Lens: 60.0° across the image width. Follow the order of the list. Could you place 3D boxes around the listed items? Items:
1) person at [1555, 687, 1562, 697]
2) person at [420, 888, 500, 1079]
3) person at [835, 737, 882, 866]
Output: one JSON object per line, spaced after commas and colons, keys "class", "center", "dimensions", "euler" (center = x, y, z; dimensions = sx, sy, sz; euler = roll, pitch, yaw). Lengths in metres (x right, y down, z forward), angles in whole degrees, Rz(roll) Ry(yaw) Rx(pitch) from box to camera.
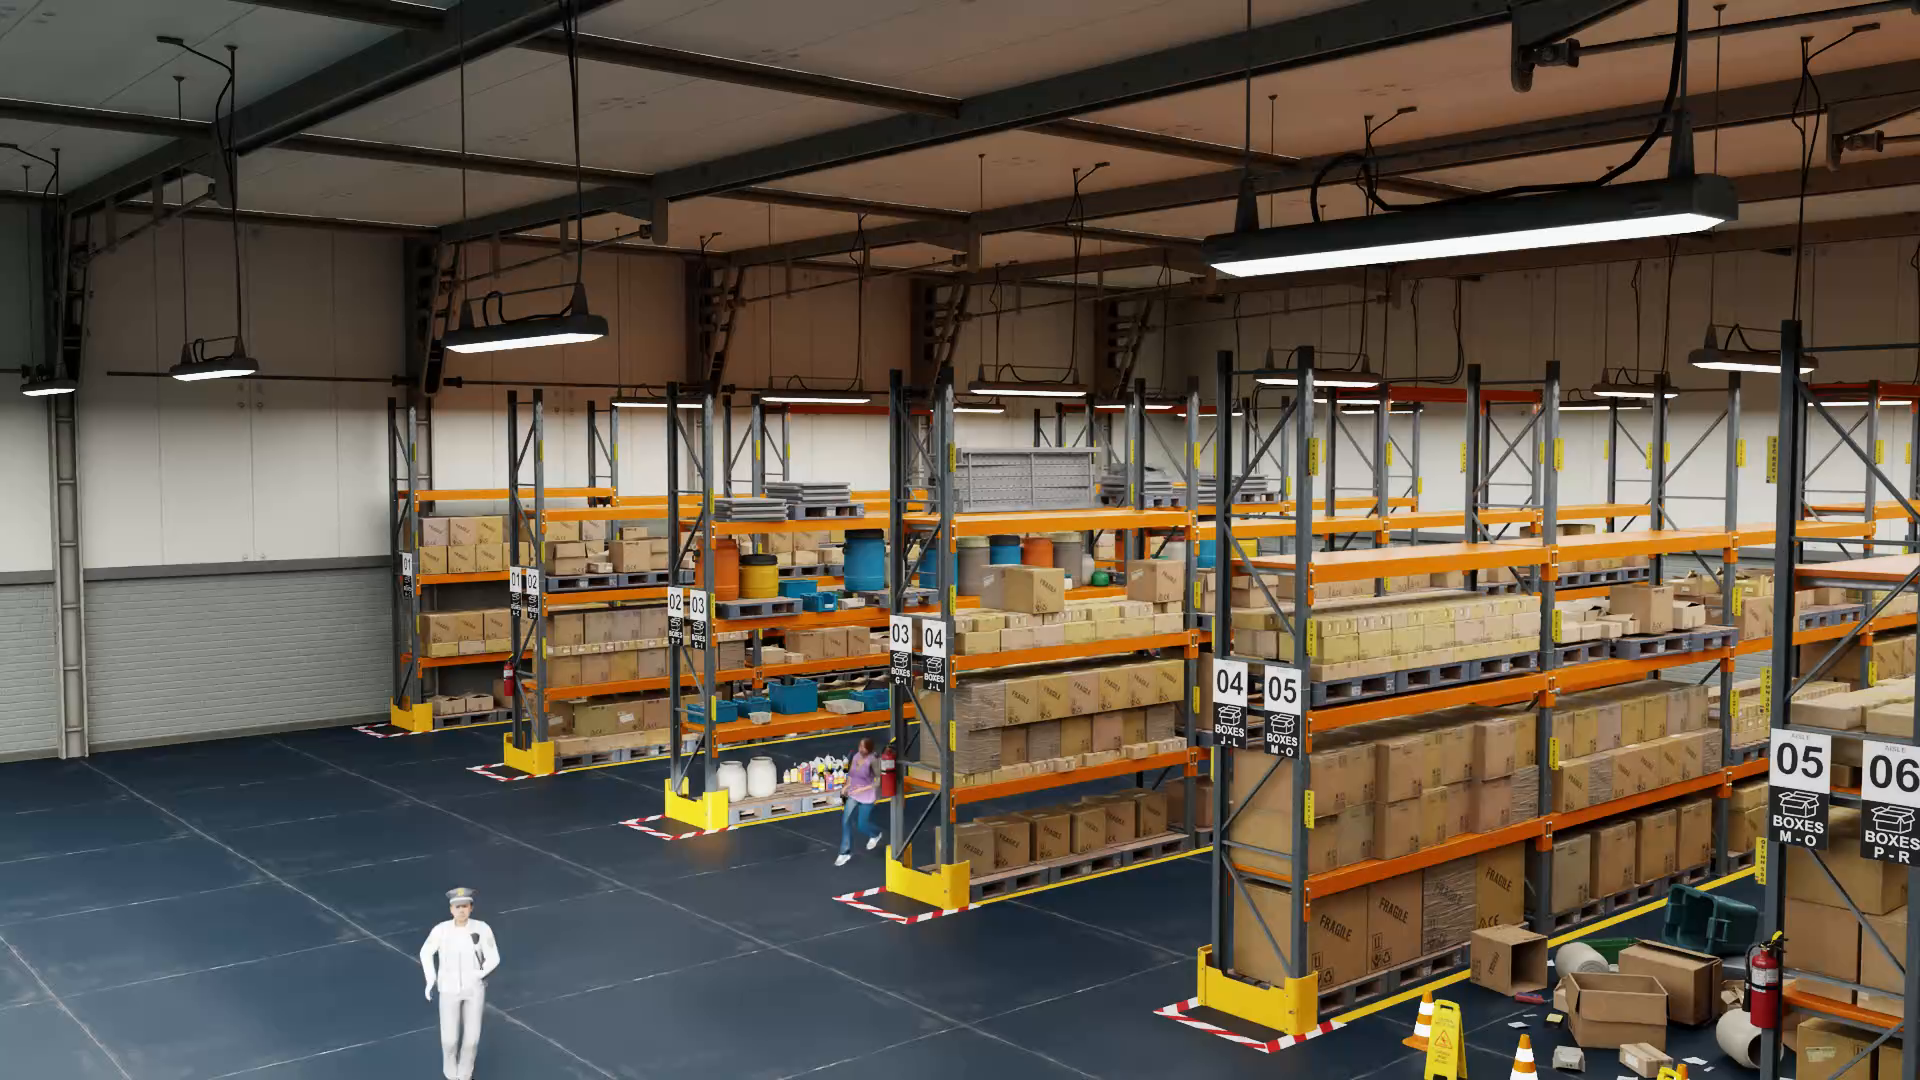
{"class": "person", "center": [8.580, 2.933, 24.061], "dimensions": [0.587, 1.698, 0.865], "euler": [3, 4, 42]}
{"class": "person", "center": [-3.942, 3.569, 13.129], "dimensions": [0.605, 1.659, 0.535], "euler": [-1, 3, -17]}
{"class": "person", "center": [-1.170, 3.197, 20.516], "dimensions": [0.576, 1.583, 0.777], "euler": [2, 4, 35]}
